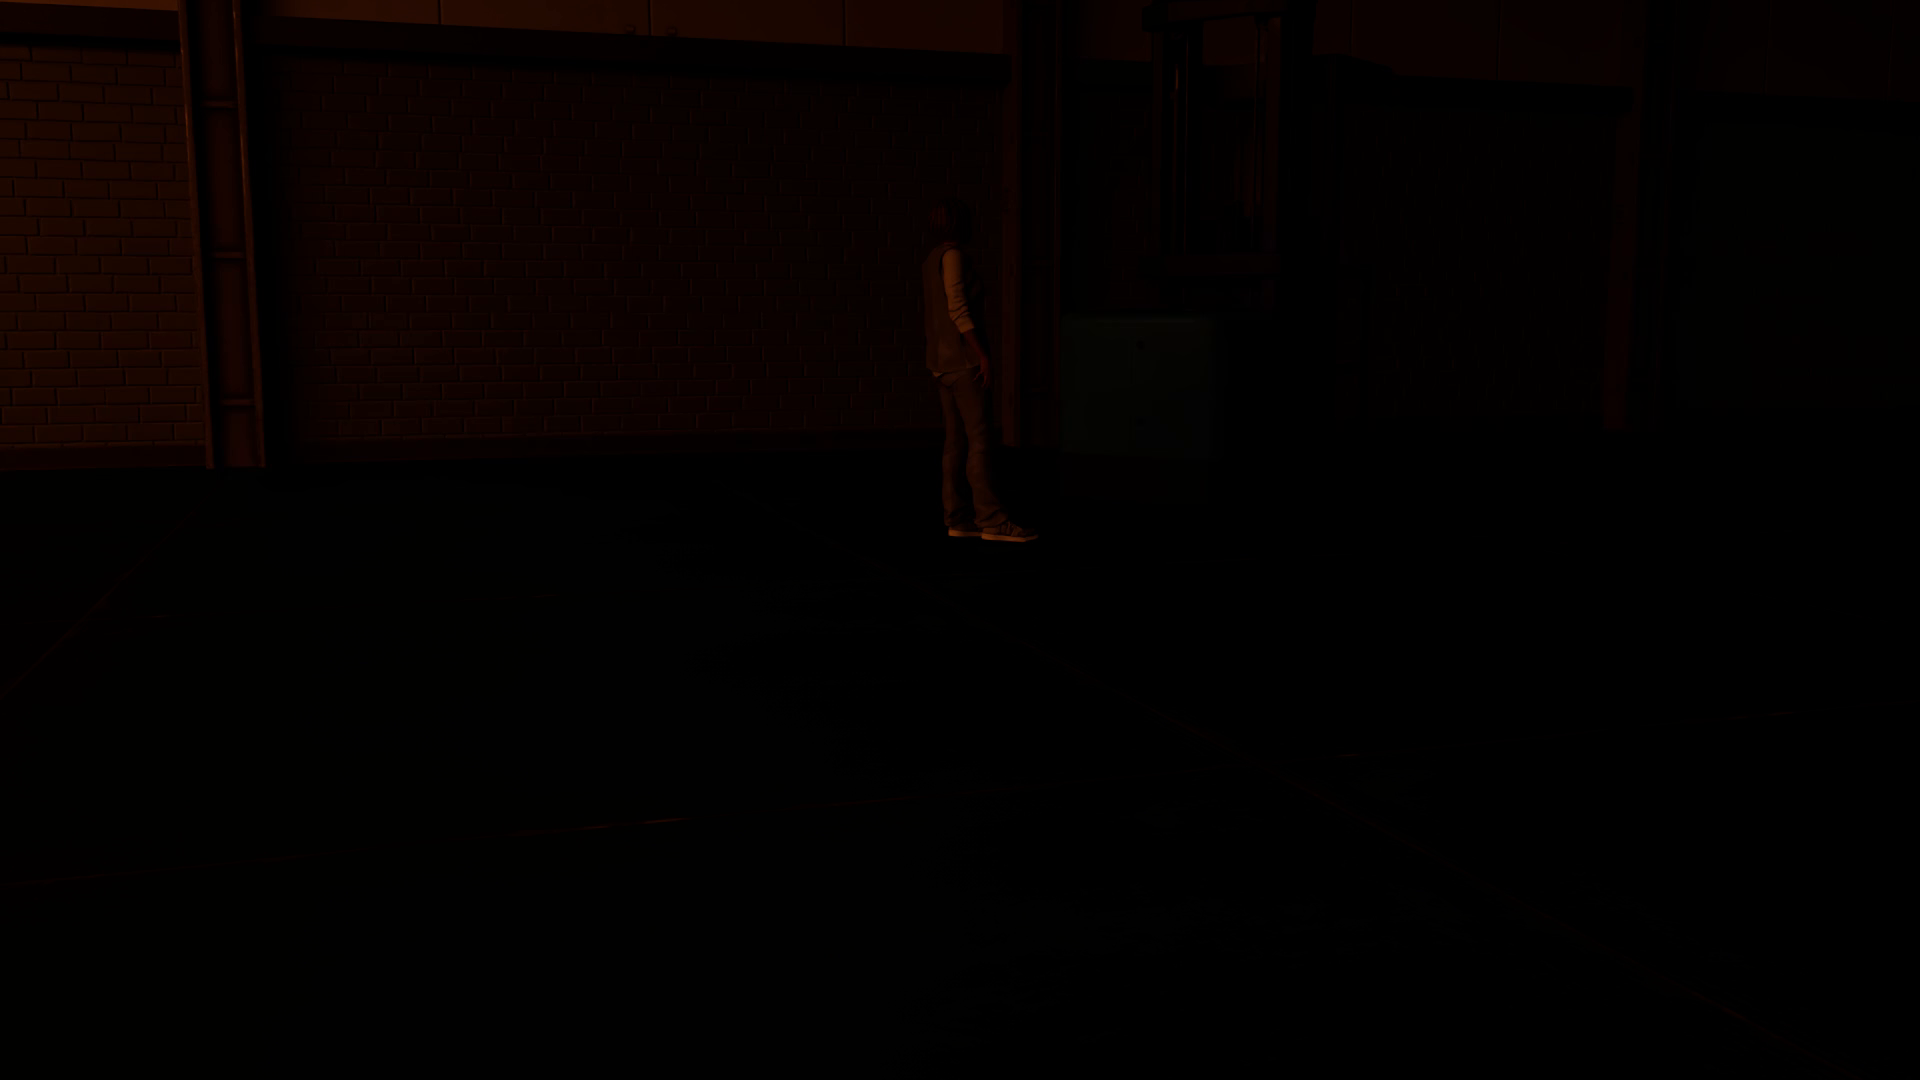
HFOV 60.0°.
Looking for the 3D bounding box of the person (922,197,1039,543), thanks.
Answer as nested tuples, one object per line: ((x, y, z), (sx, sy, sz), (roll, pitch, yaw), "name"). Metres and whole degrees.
((0.075, -0.800, 7.825), (0.474, 1.598, 0.519), (-3, 8, -18), "person")

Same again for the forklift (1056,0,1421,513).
((1.848, -1.746, 9.887), (1.130, 2.935, 3.031), (6, 10, 38), "forklift")
